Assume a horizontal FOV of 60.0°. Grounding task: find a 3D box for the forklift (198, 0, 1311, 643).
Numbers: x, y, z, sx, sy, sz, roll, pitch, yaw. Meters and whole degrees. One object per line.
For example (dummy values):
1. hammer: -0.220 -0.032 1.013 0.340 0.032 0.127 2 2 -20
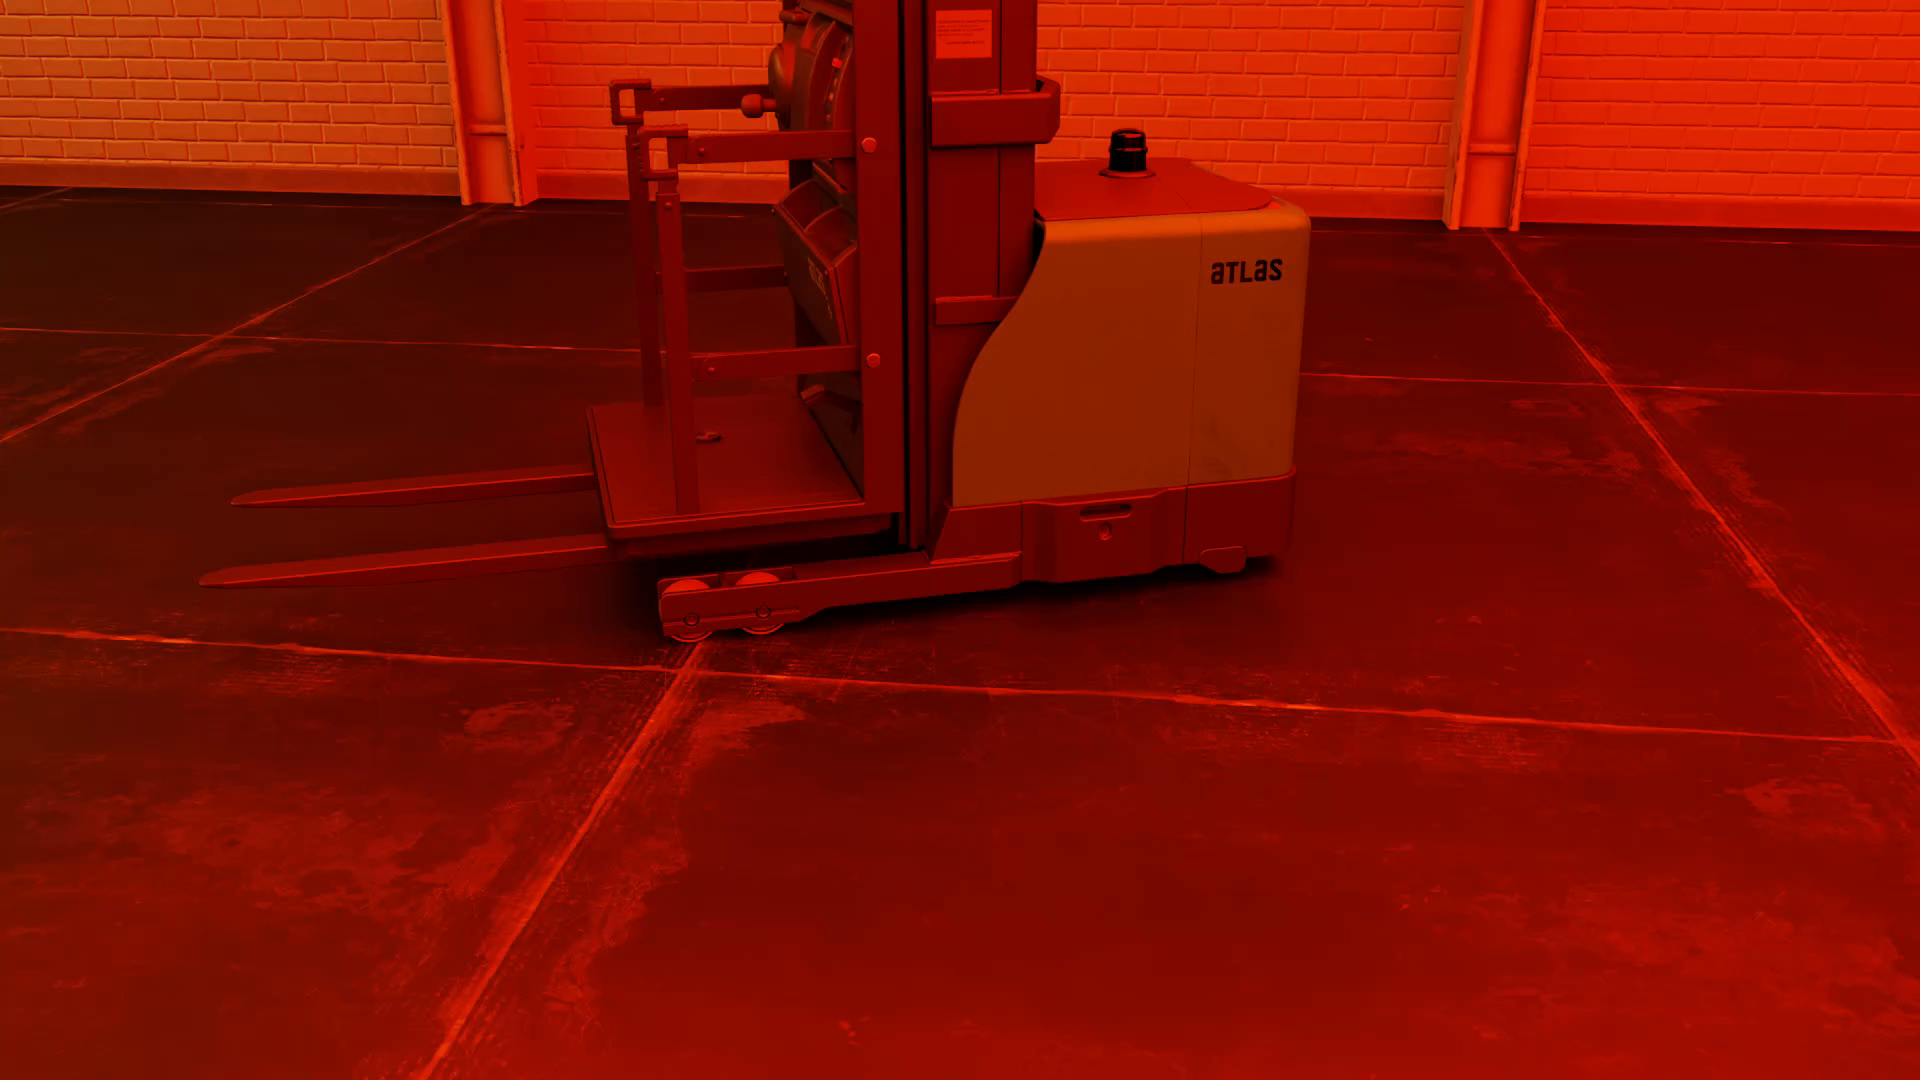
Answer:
1. forklift: -0.588 -1.301 4.485 3.031 2.935 1.130 -6 23 -14
